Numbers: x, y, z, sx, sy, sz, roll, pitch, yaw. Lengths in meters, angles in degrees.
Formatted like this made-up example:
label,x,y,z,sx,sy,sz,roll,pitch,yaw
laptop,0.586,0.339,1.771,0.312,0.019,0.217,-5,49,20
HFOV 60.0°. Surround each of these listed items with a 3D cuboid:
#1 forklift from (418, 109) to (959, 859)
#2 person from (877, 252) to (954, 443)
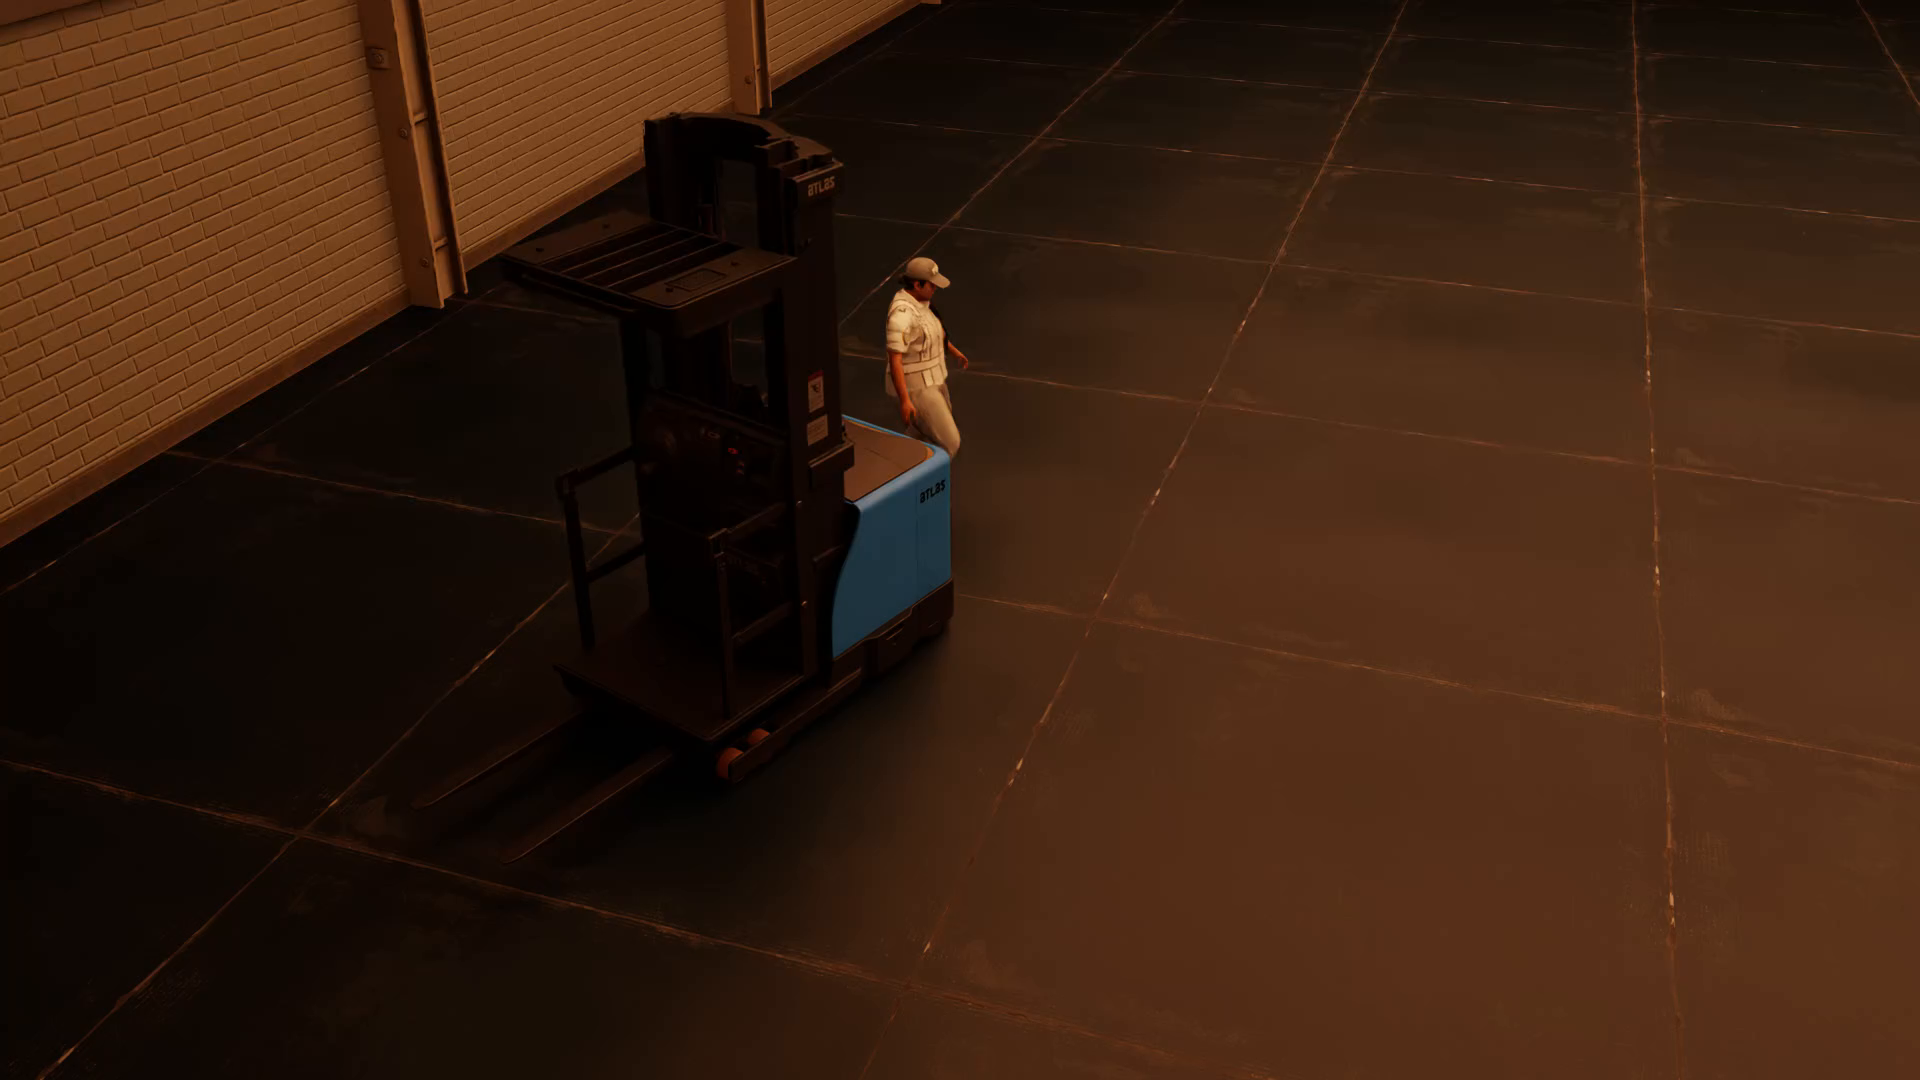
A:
label,x,y,z,sx,sy,sz,roll,pitch,yaw
forklift,-1.293,-0.395,7.830,1.130,2.935,3.031,20,36,32
person,-0.286,-1.003,10.298,0.545,1.575,0.850,9,31,16
